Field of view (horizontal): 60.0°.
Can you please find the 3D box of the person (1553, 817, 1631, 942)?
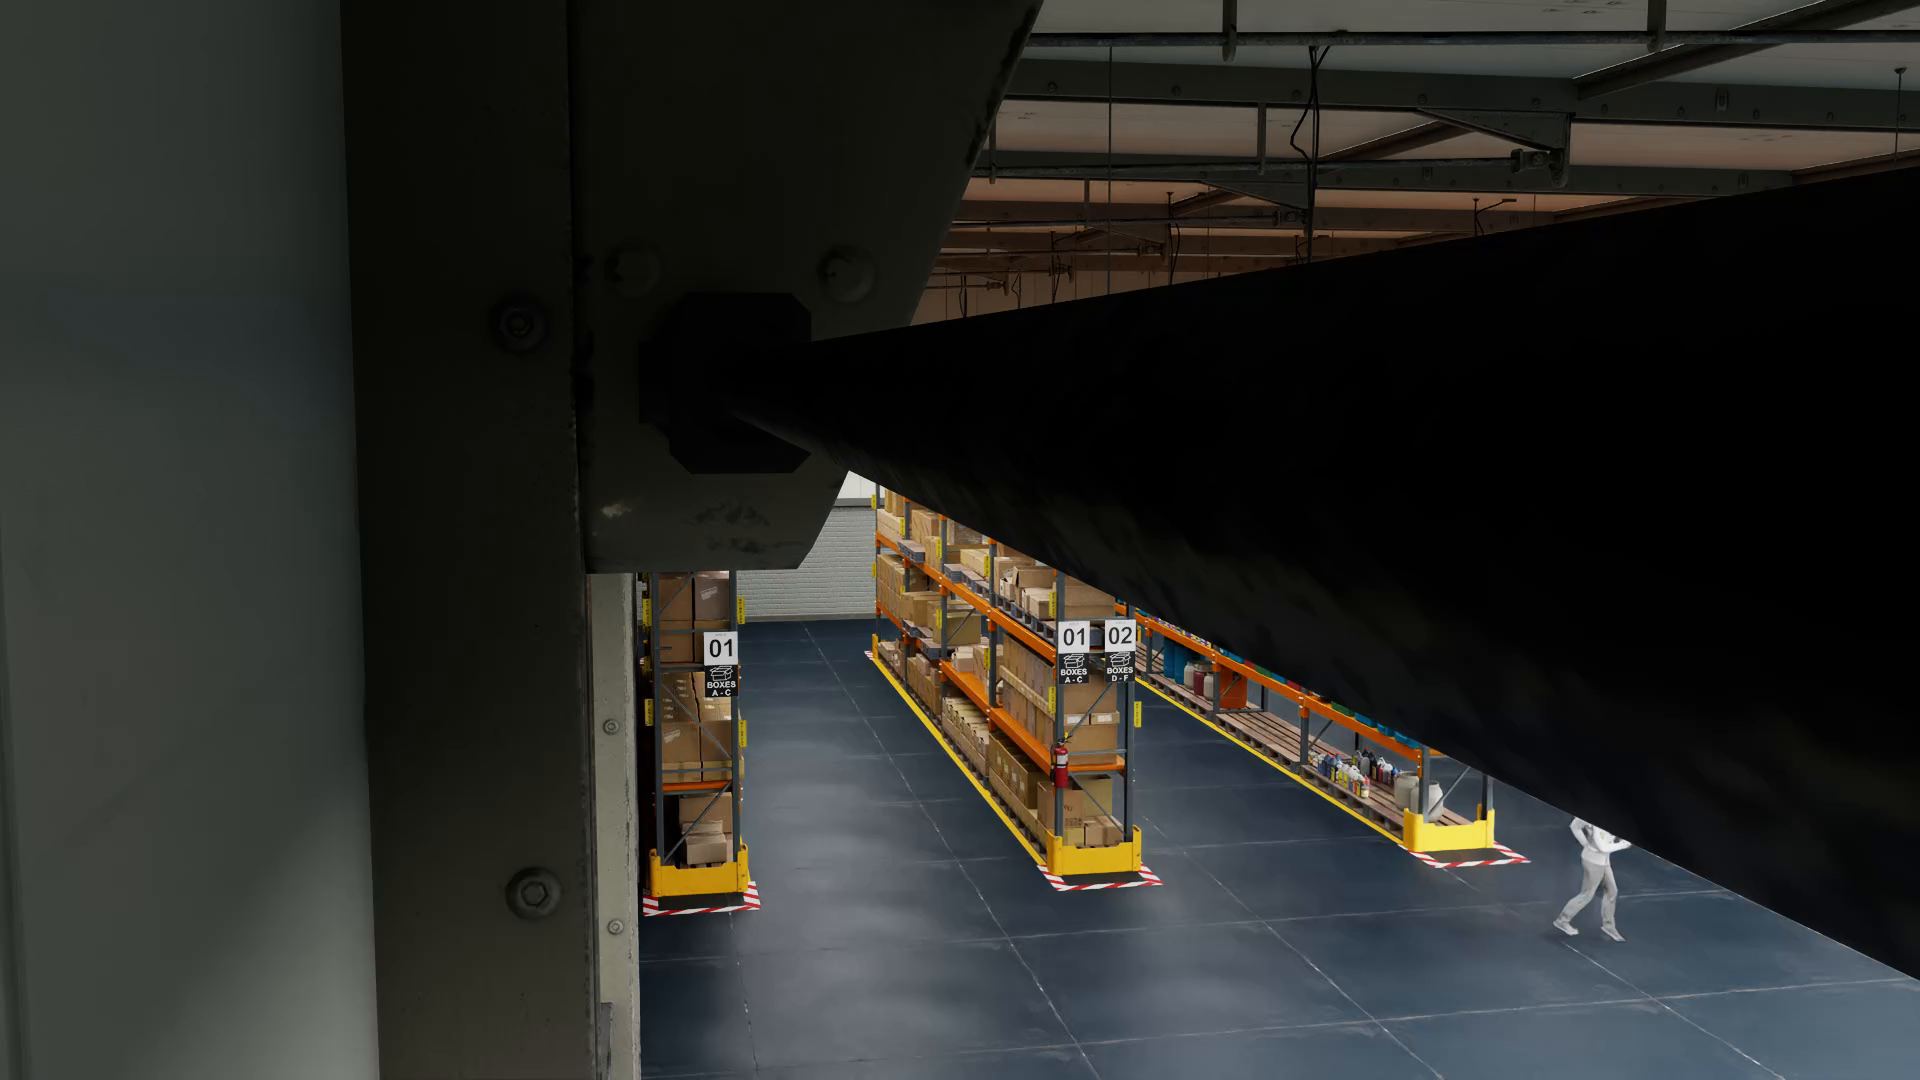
[{"bbox_3d":[6.996,3.607,18.390,0.777,1.753,0.598,2,6,15],"label":"person"}]
